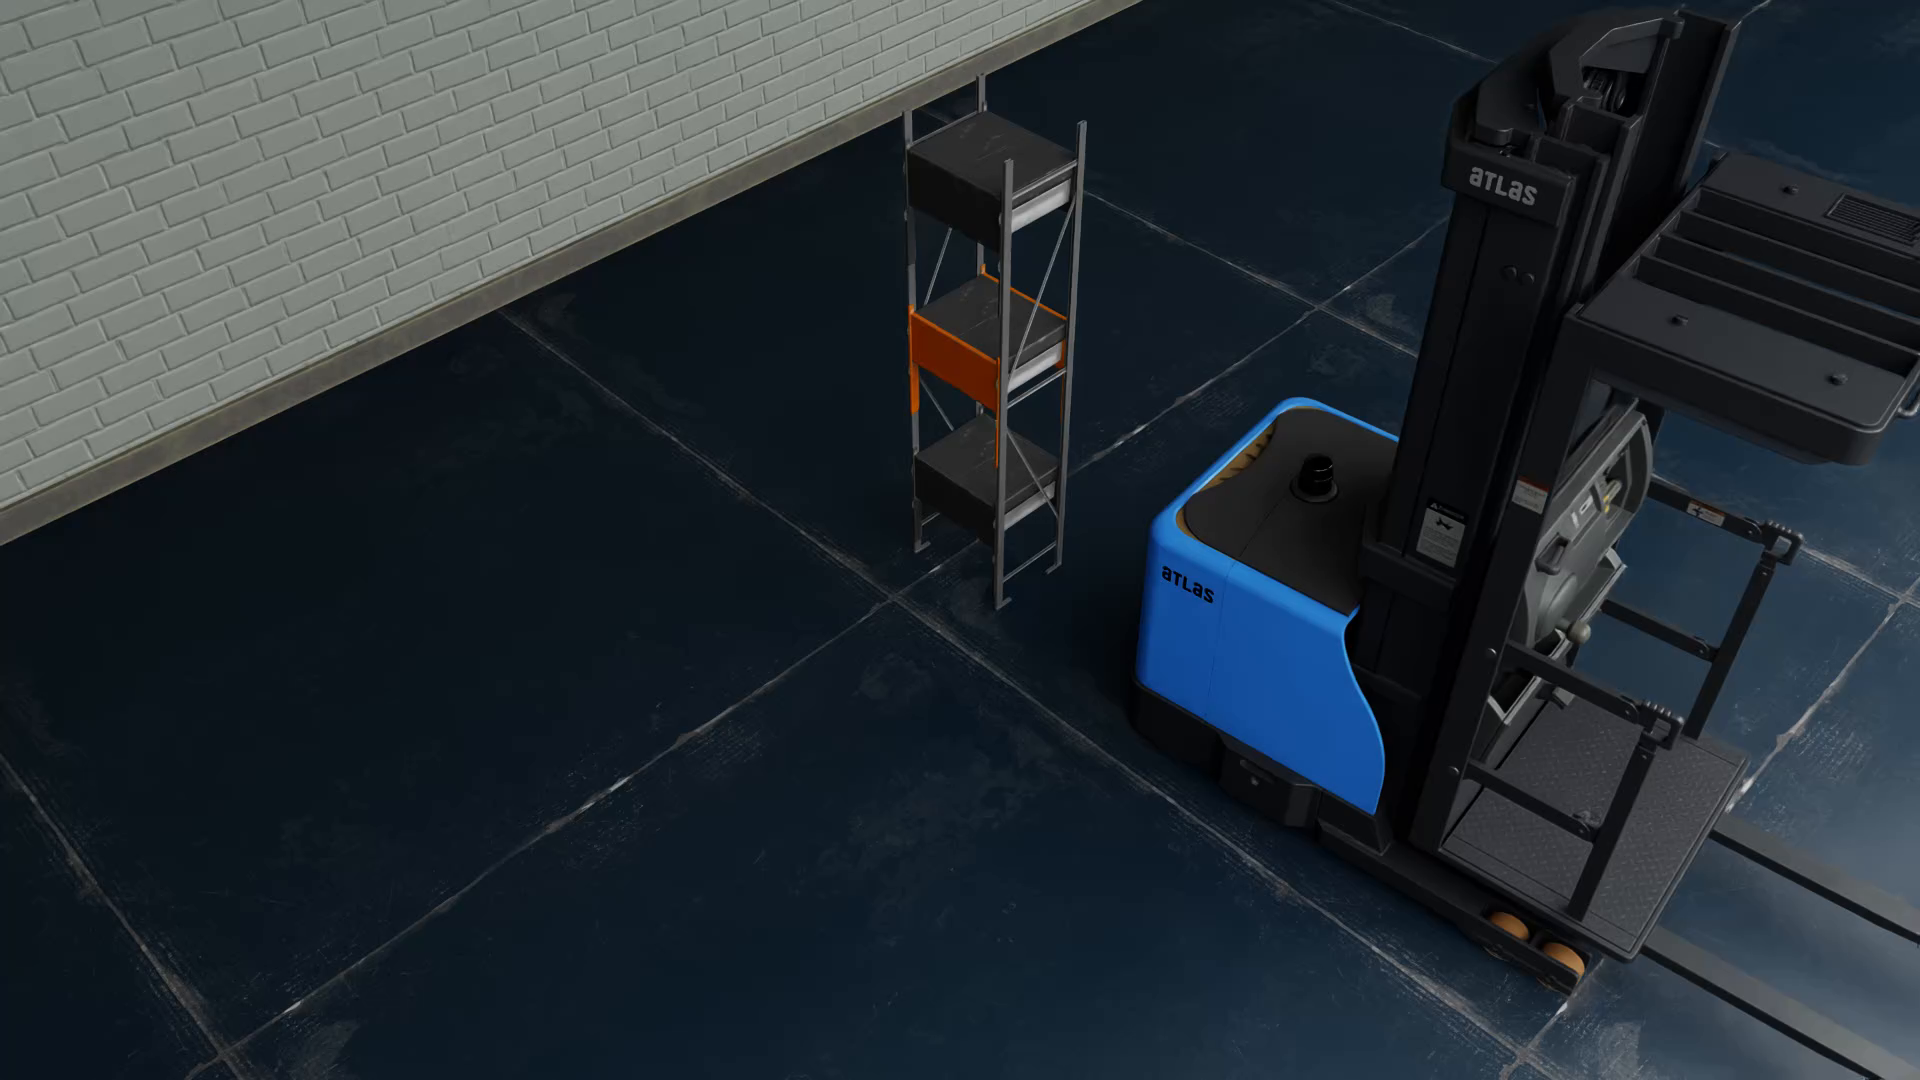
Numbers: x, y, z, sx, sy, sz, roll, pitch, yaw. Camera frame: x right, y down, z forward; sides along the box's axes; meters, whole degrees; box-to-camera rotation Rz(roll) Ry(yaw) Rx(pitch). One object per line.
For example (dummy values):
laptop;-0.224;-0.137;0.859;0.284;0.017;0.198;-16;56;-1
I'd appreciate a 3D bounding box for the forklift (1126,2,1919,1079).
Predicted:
forklift;2.104;0.032;5.055;3.031;2.935;1.130;29;50;28

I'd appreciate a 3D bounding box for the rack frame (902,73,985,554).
rack frame;-0.055;-0.809;6.578;0.400;2.100;0.015;-34;53;-31

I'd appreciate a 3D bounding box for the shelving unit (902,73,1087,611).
shelving unit;0.117;-0.692;6.451;0.431;2.100;0.503;-34;53;-31

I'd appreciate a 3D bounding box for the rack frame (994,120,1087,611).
rack frame;0.289;-0.574;6.324;0.400;2.100;0.015;-34;53;-31

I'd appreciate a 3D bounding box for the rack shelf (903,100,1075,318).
rack shelf;0.117;-1.196;5.986;0.431;0.518;0.480;-34;53;-31

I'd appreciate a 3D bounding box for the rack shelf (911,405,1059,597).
rack shelf;0.117;-0.167;6.936;0.431;0.518;0.480;-34;53;-31

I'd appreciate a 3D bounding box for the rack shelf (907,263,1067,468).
rack shelf;0.117;-0.682;6.461;0.431;0.518;0.480;-34;53;-31
